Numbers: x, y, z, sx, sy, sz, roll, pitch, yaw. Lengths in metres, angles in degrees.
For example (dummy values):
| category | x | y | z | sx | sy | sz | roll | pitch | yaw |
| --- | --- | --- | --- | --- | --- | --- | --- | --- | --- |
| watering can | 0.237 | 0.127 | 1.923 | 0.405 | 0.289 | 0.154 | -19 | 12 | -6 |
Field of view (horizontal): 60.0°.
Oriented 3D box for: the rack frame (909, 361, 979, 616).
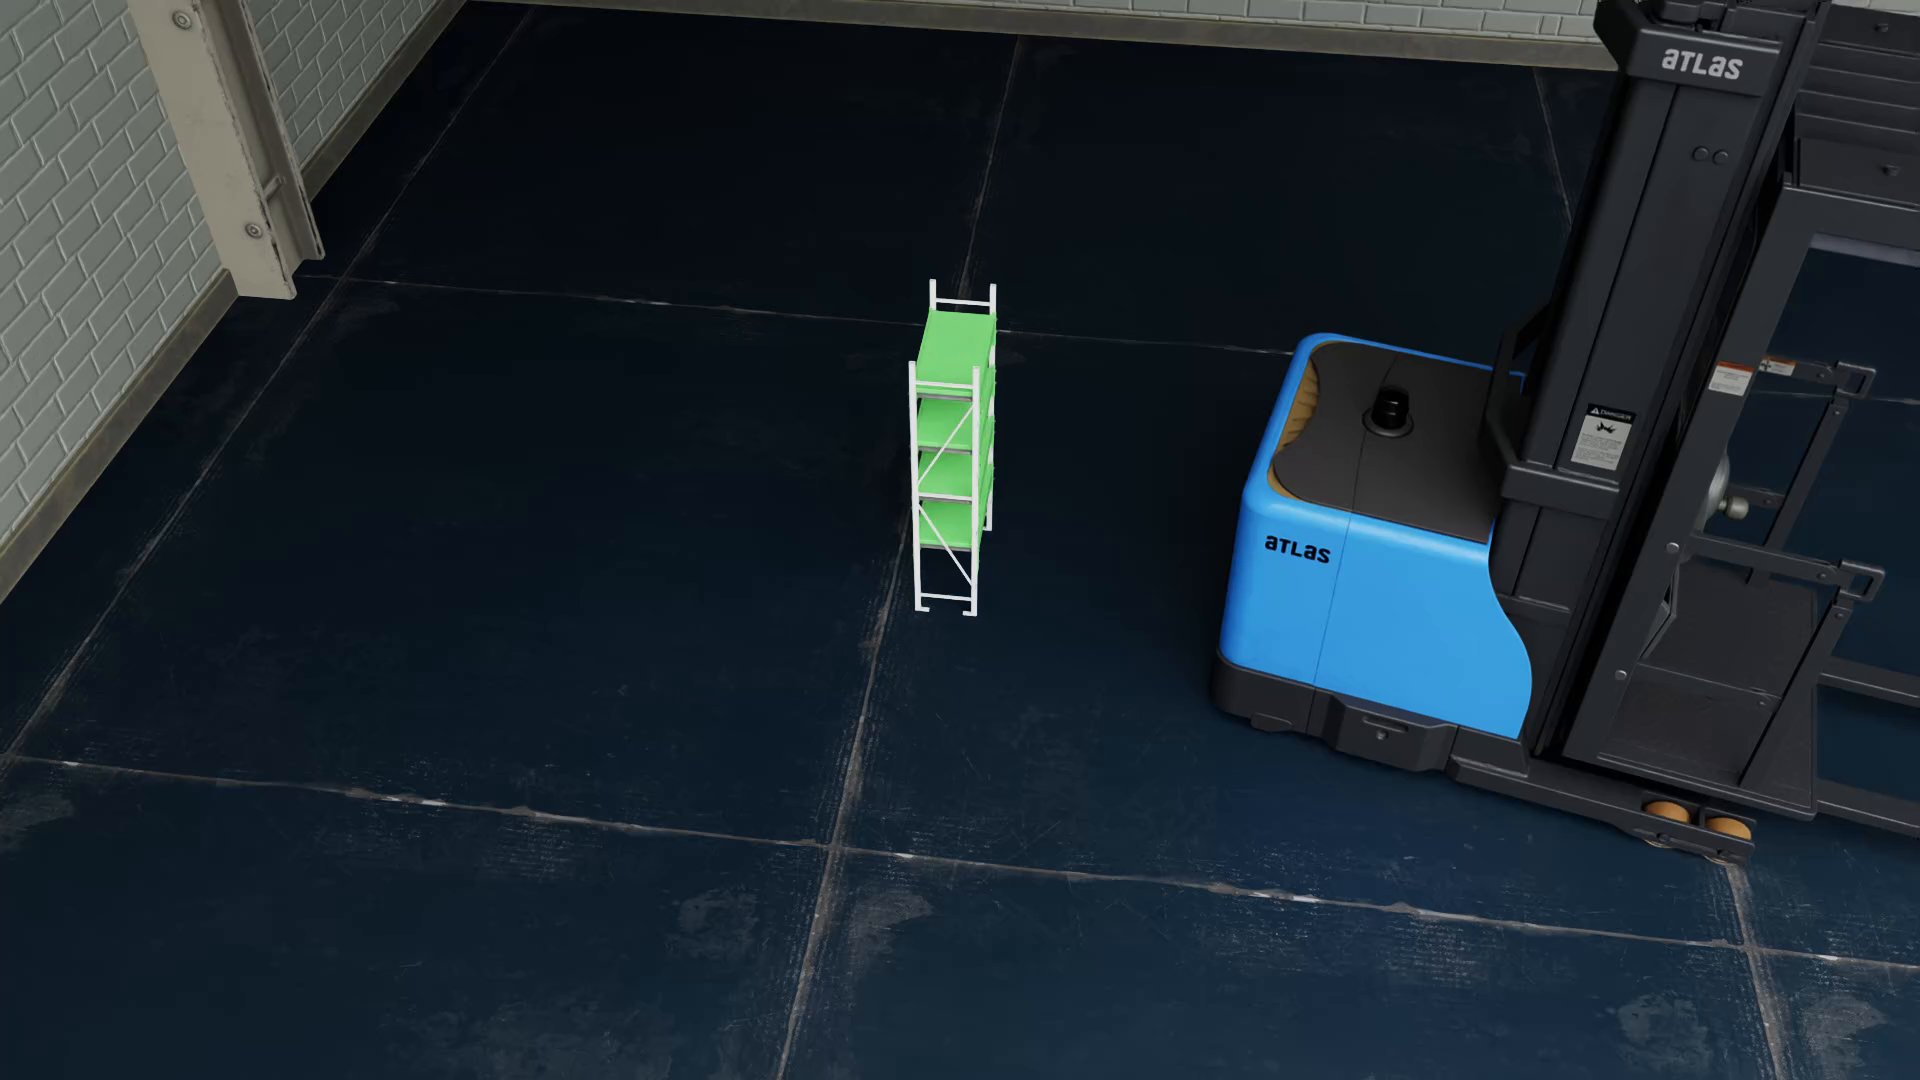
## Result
| category | x | y | z | sx | sy | sz | roll | pitch | yaw |
| --- | --- | --- | --- | --- | --- | --- | --- | --- | --- |
| rack frame | -0.054 | -0.157 | 6.043 | 0.240 | 1.200 | 0.015 | 5 | 44 | 6 |

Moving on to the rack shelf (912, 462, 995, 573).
| category | x | y | z | sx | sy | sz | roll | pitch | yaw |
| --- | --- | --- | --- | --- | --- | --- | --- | --- | --- |
| rack shelf | -0.022 | -0.102 | 6.427 | 0.258 | 0.148 | 0.480 | 5 | 44 | 6 |

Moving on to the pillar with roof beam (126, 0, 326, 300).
| category | x | y | z | sx | sy | sz | roll | pitch | yaw |
| --- | --- | --- | --- | --- | --- | --- | --- | --- | --- |
| pillar with roof beam | 0.944 | -4.177 | 4.616 | 9.100 | 9.000 | 0.400 | 5 | 44 | 6 |

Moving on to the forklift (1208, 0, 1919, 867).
| category | x | y | z | sx | sy | sz | roll | pitch | yaw |
| --- | --- | --- | --- | --- | --- | --- | --- | --- | --- |
| forklift | 2.475 | -0.387 | 5.027 | 3.031 | 2.935 | 1.130 | 14 | 45 | 15 |

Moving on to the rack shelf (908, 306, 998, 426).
| category | x | y | z | sx | sy | sz | roll | pitch | yaw |
| --- | --- | --- | --- | --- | --- | --- | --- | --- | --- |
| rack shelf | -0.022 | -0.625 | 5.932 | 0.258 | 0.148 | 0.480 | 5 | 44 | 6 |

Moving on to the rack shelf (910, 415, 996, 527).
| category | x | y | z | sx | sy | sz | roll | pitch | yaw |
| --- | --- | --- | --- | --- | --- | --- | --- | --- | --- |
| rack shelf | -0.022 | -0.276 | 6.262 | 0.258 | 0.148 | 0.480 | 5 | 44 | 6 |

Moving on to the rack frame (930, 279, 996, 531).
| category | x | y | z | sx | sy | sz | roll | pitch | yaw |
| --- | --- | --- | --- | --- | --- | --- | --- | --- | --- |
| rack frame | 0.010 | -0.489 | 6.394 | 0.240 | 1.200 | 0.015 | 5 | 44 | 6 |

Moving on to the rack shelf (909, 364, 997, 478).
| category | x | y | z | sx | sy | sz | roll | pitch | yaw |
| --- | --- | --- | --- | --- | --- | --- | --- | --- | --- |
| rack shelf | -0.022 | -0.451 | 6.097 | 0.258 | 0.148 | 0.480 | 5 | 44 | 6 |

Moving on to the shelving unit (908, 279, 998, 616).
| category | x | y | z | sx | sy | sz | roll | pitch | yaw |
| --- | --- | --- | --- | --- | --- | --- | --- | --- | --- |
| shelving unit | -0.022 | -0.323 | 6.218 | 0.258 | 1.200 | 0.503 | 5 | 44 | 6 |
